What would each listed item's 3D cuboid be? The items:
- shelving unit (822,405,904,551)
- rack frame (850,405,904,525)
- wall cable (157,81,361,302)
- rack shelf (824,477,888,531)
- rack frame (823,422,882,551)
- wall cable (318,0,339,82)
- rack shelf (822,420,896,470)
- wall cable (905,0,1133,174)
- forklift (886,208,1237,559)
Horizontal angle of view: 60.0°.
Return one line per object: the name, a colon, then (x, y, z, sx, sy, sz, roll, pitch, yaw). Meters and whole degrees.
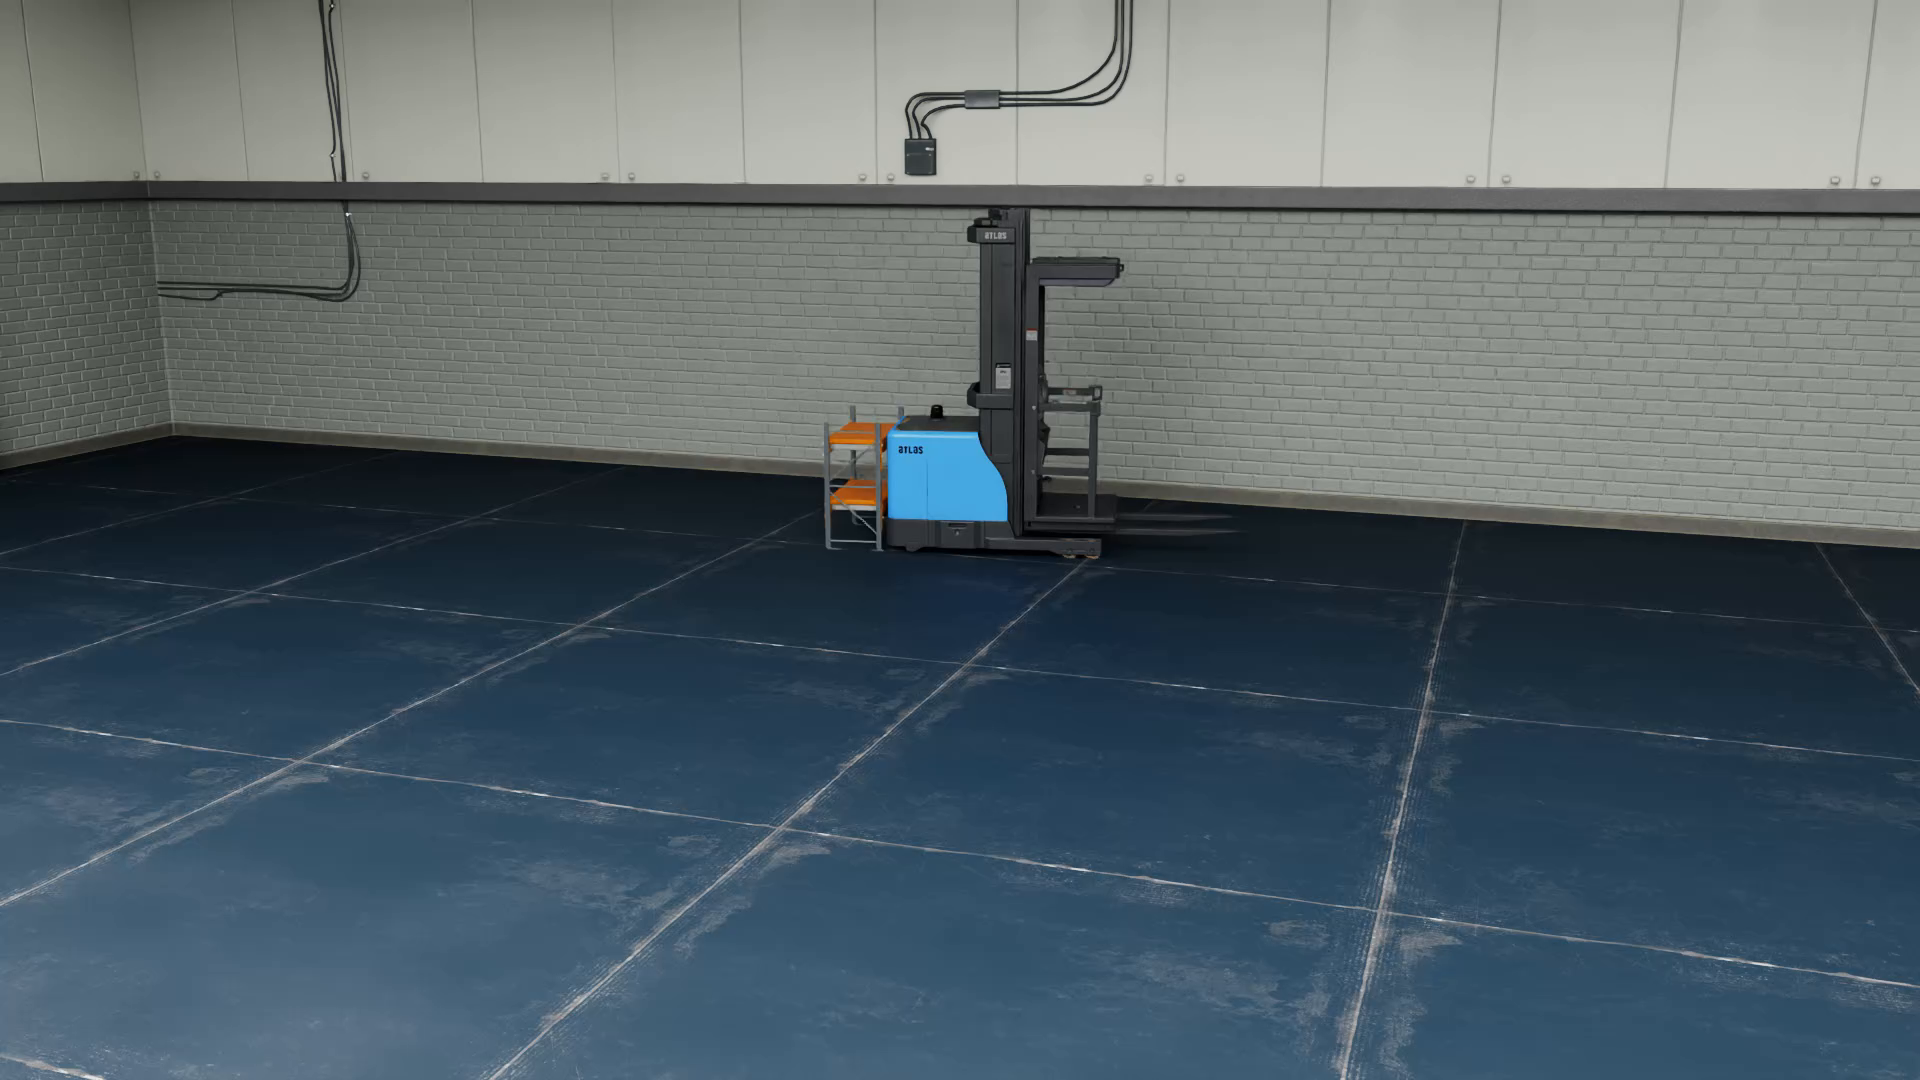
shelving unit: (-0.850, -0.574, 14.976, 0.538, 1.125, 1.048, 2, 13, 9)
rack frame: (-0.767, -0.686, 15.465, 0.500, 1.125, 0.032, 2, 13, 9)
wall cable: (-8.435, -4.072, 19.585, 3.097, 2.526, 0.112, 4, 14, 18)
rack shelf: (-0.850, -0.336, 15.030, 0.538, 0.278, 1.000, 2, 13, 9)
rack frame: (-0.933, -0.463, 14.487, 0.500, 1.125, 0.032, 2, 13, 9)
wall cable: (-5.876, -6.340, 18.170, 3.097, 2.526, 0.112, 4, 14, 18)
rack shelf: (-0.850, -0.860, 14.910, 0.538, 0.278, 1.000, 2, 13, 9)
wall cable: (0.542, -6.557, 15.852, 2.305, 6.003, 0.169, 4, 14, 18)
forklift: (0.908, -1.390, 14.491, 3.031, 2.935, 1.130, 1, 13, 6)
